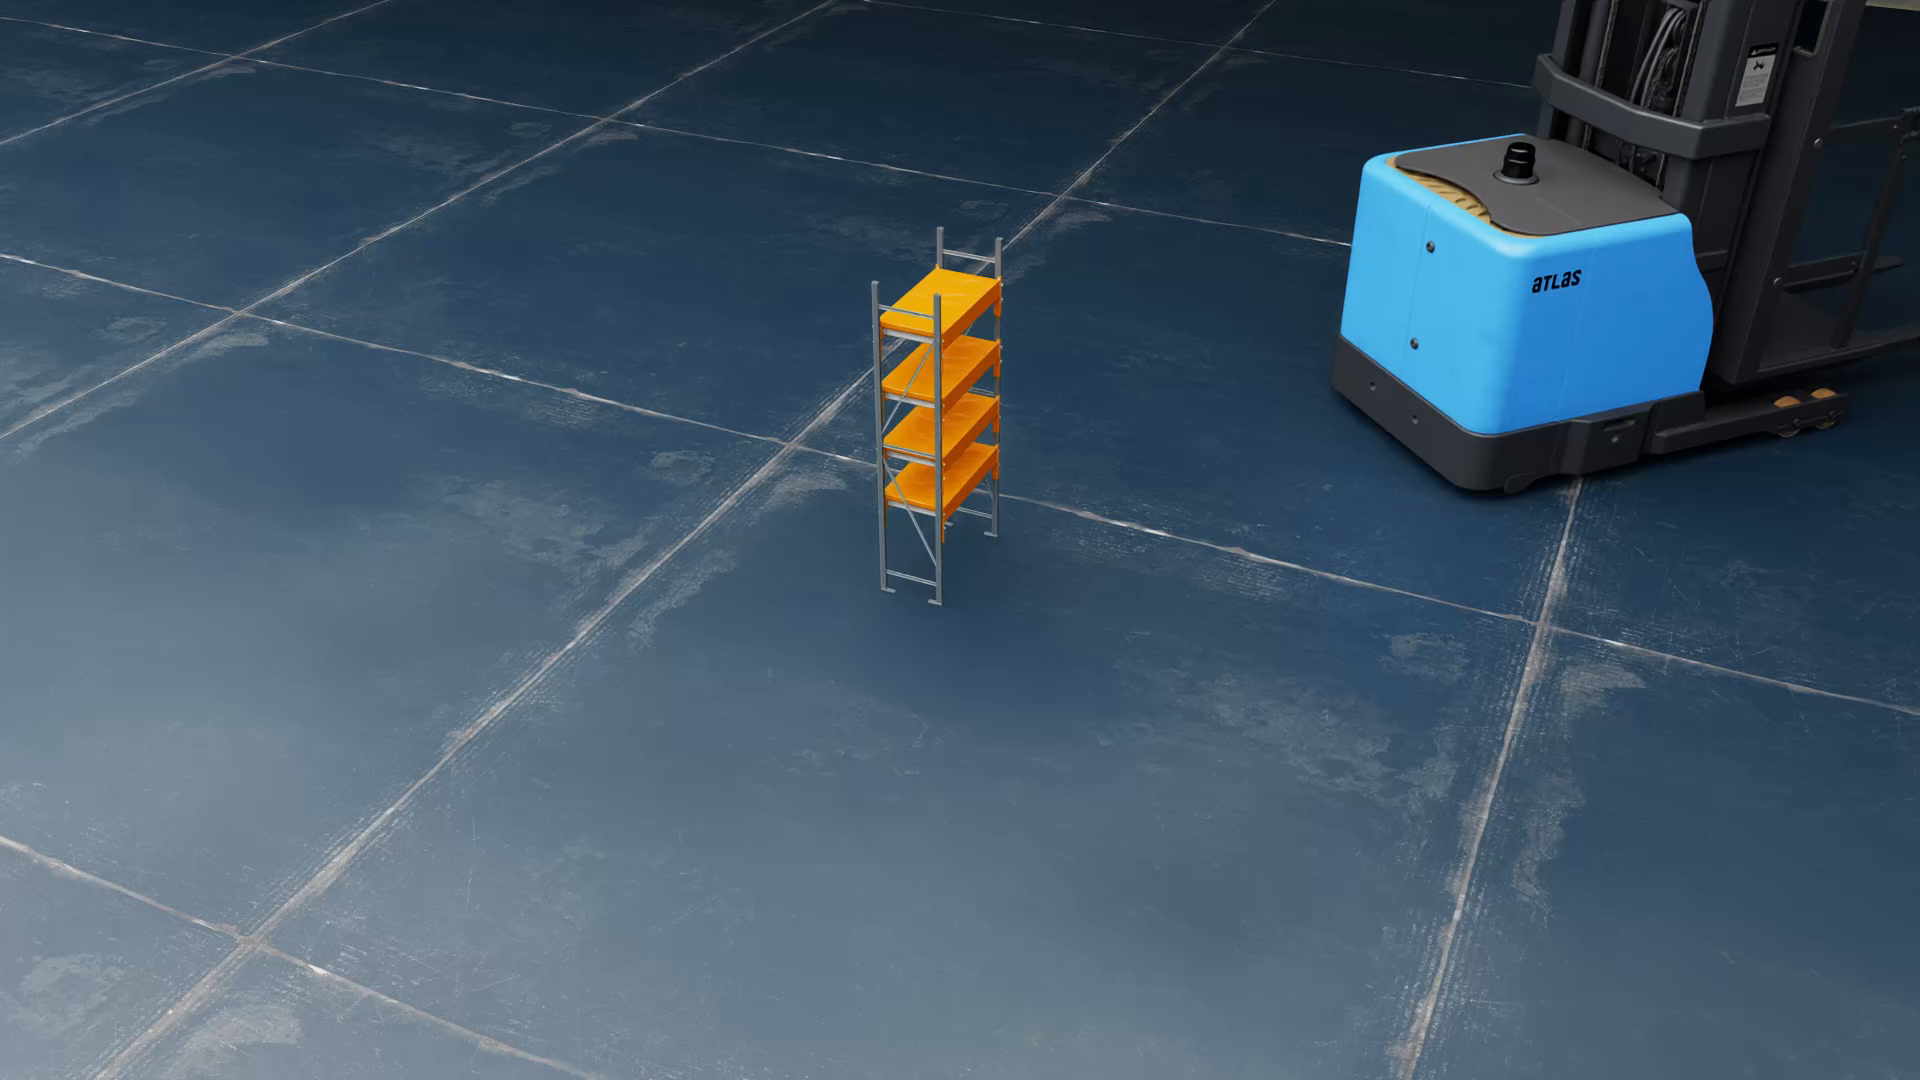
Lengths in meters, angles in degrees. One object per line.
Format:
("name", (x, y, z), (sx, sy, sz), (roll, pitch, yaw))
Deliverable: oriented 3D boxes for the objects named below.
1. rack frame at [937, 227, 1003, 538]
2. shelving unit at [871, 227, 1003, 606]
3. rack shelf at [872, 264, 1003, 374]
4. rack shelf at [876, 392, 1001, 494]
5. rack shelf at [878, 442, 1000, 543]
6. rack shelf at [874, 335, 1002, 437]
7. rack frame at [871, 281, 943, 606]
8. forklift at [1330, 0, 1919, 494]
("rack frame", (0.033, -0.541, 5.981), (0.240, 1.200, 0.015), (14, 36, 20))
("shelving unit", (-0.069, -0.419, 5.795), (0.258, 1.200, 0.503), (14, 36, 20))
("rack shelf", (-0.069, -0.748, 5.580), (0.258, 0.148, 0.480), (14, 36, 20))
("rack shelf", (-0.069, -0.363, 5.832), (0.258, 0.148, 0.480), (14, 36, 20))
("rack shelf", (-0.069, -0.197, 5.941), (0.258, 0.148, 0.480), (14, 36, 20))
("rack shelf", (-0.069, -0.550, 5.709), (0.258, 0.148, 0.480), (14, 36, 20))
("rack frame", (-0.171, -0.298, 5.610), (0.240, 1.200, 0.015), (14, 36, 20))
("forklift", (3.160, -1.909, 6.489), (3.031, 2.935, 1.130), (-12, 35, -18))
